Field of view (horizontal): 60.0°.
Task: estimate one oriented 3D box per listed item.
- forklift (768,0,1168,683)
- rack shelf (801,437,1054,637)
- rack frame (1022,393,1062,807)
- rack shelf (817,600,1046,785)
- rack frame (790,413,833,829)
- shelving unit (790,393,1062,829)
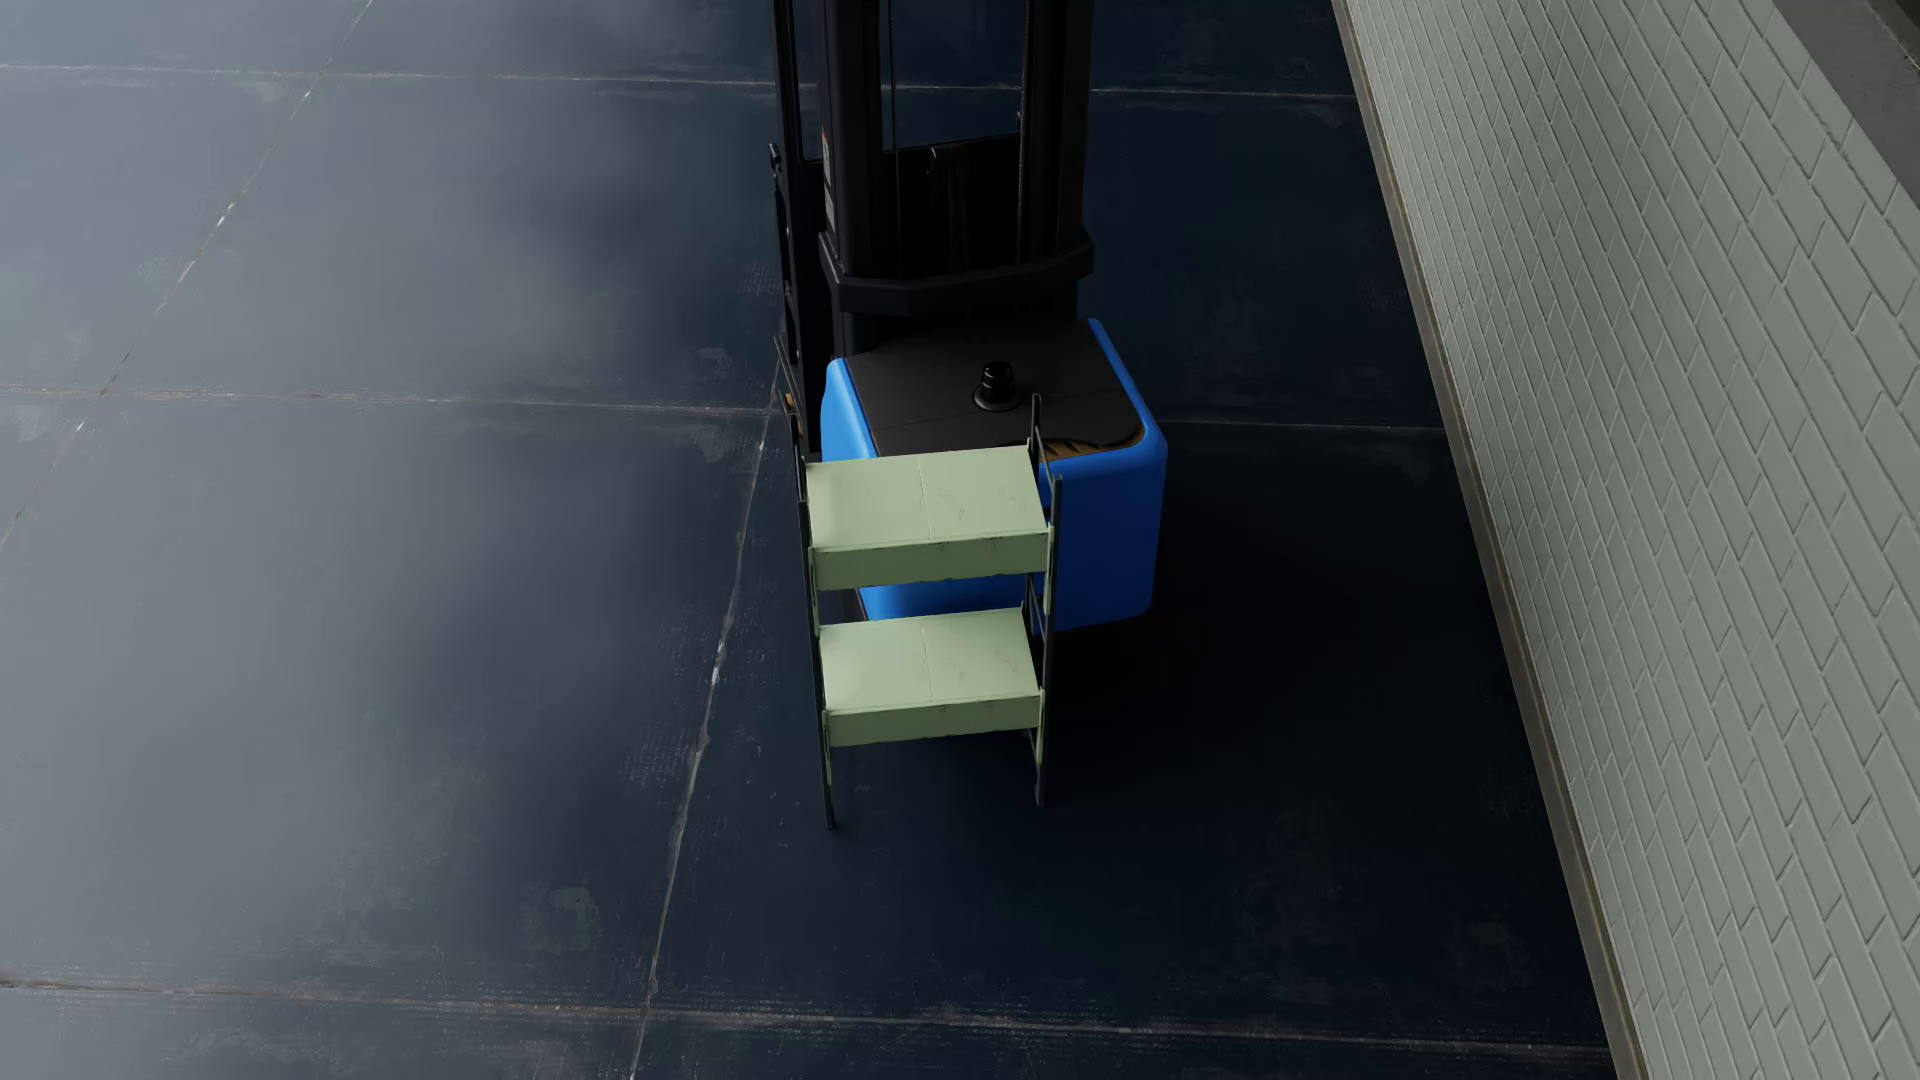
[{"bbox_3d":[-0.160,-1.482,6.191,1.130,2.935,3.031,-10,44,-11],"label":"forklift"},{"bbox_3d":[-0.108,-0.012,5.089,0.720,0.370,0.431,-5,43,-5],"label":"rack shelf"},{"bbox_3d":[0.255,0.240,5.390,0.023,1.500,0.400,-5,43,-5],"label":"rack frame"},{"bbox_3d":[-0.108,0.510,5.579,0.720,0.370,0.431,-5,43,-5],"label":"rack shelf"},{"bbox_3d":[-0.471,0.304,5.322,0.023,1.500,0.400,-5,43,-5],"label":"rack frame"},{"bbox_3d":[-0.108,0.272,5.356,0.755,1.500,0.431,-5,43,-5],"label":"shelving unit"}]
